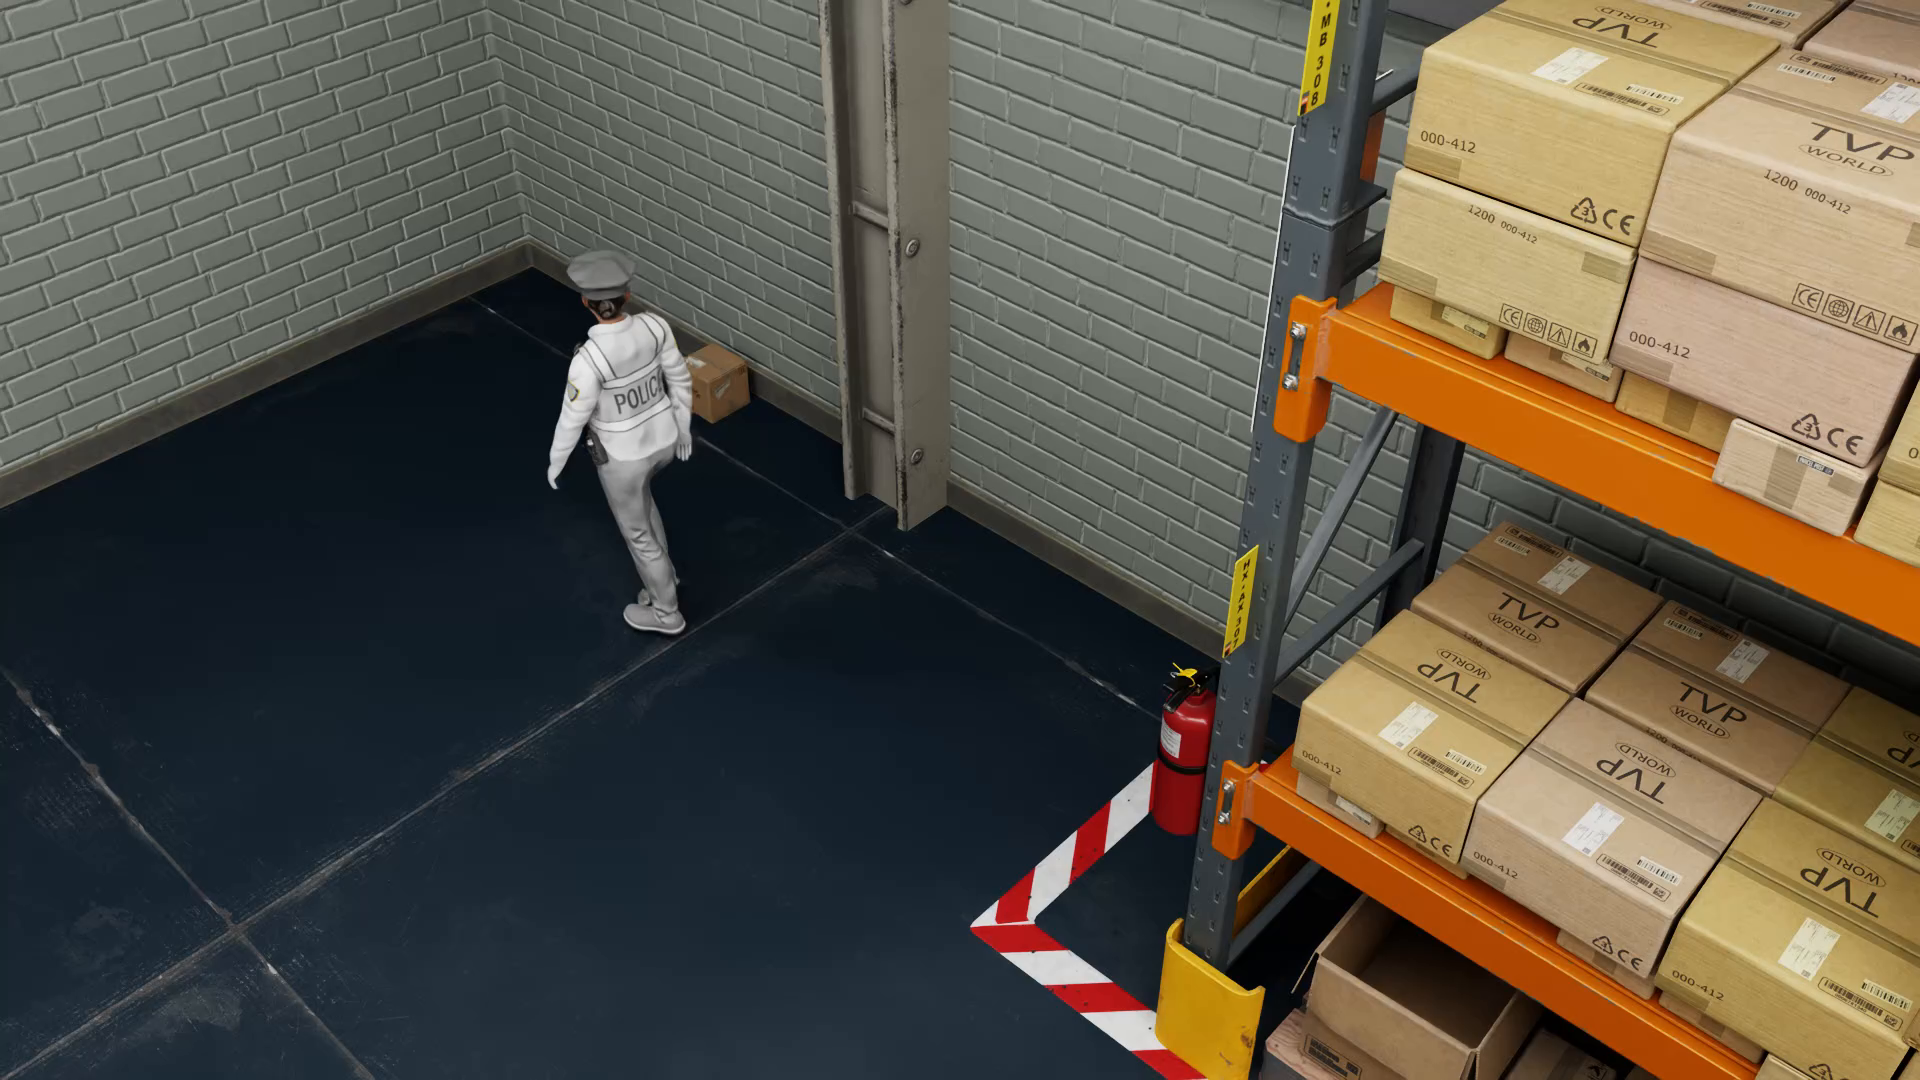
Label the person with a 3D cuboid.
[{"bbox_3d":[-1.310,-0.342,6.565,0.471,1.702,0.535,23,45,25],"label":"person"}]
